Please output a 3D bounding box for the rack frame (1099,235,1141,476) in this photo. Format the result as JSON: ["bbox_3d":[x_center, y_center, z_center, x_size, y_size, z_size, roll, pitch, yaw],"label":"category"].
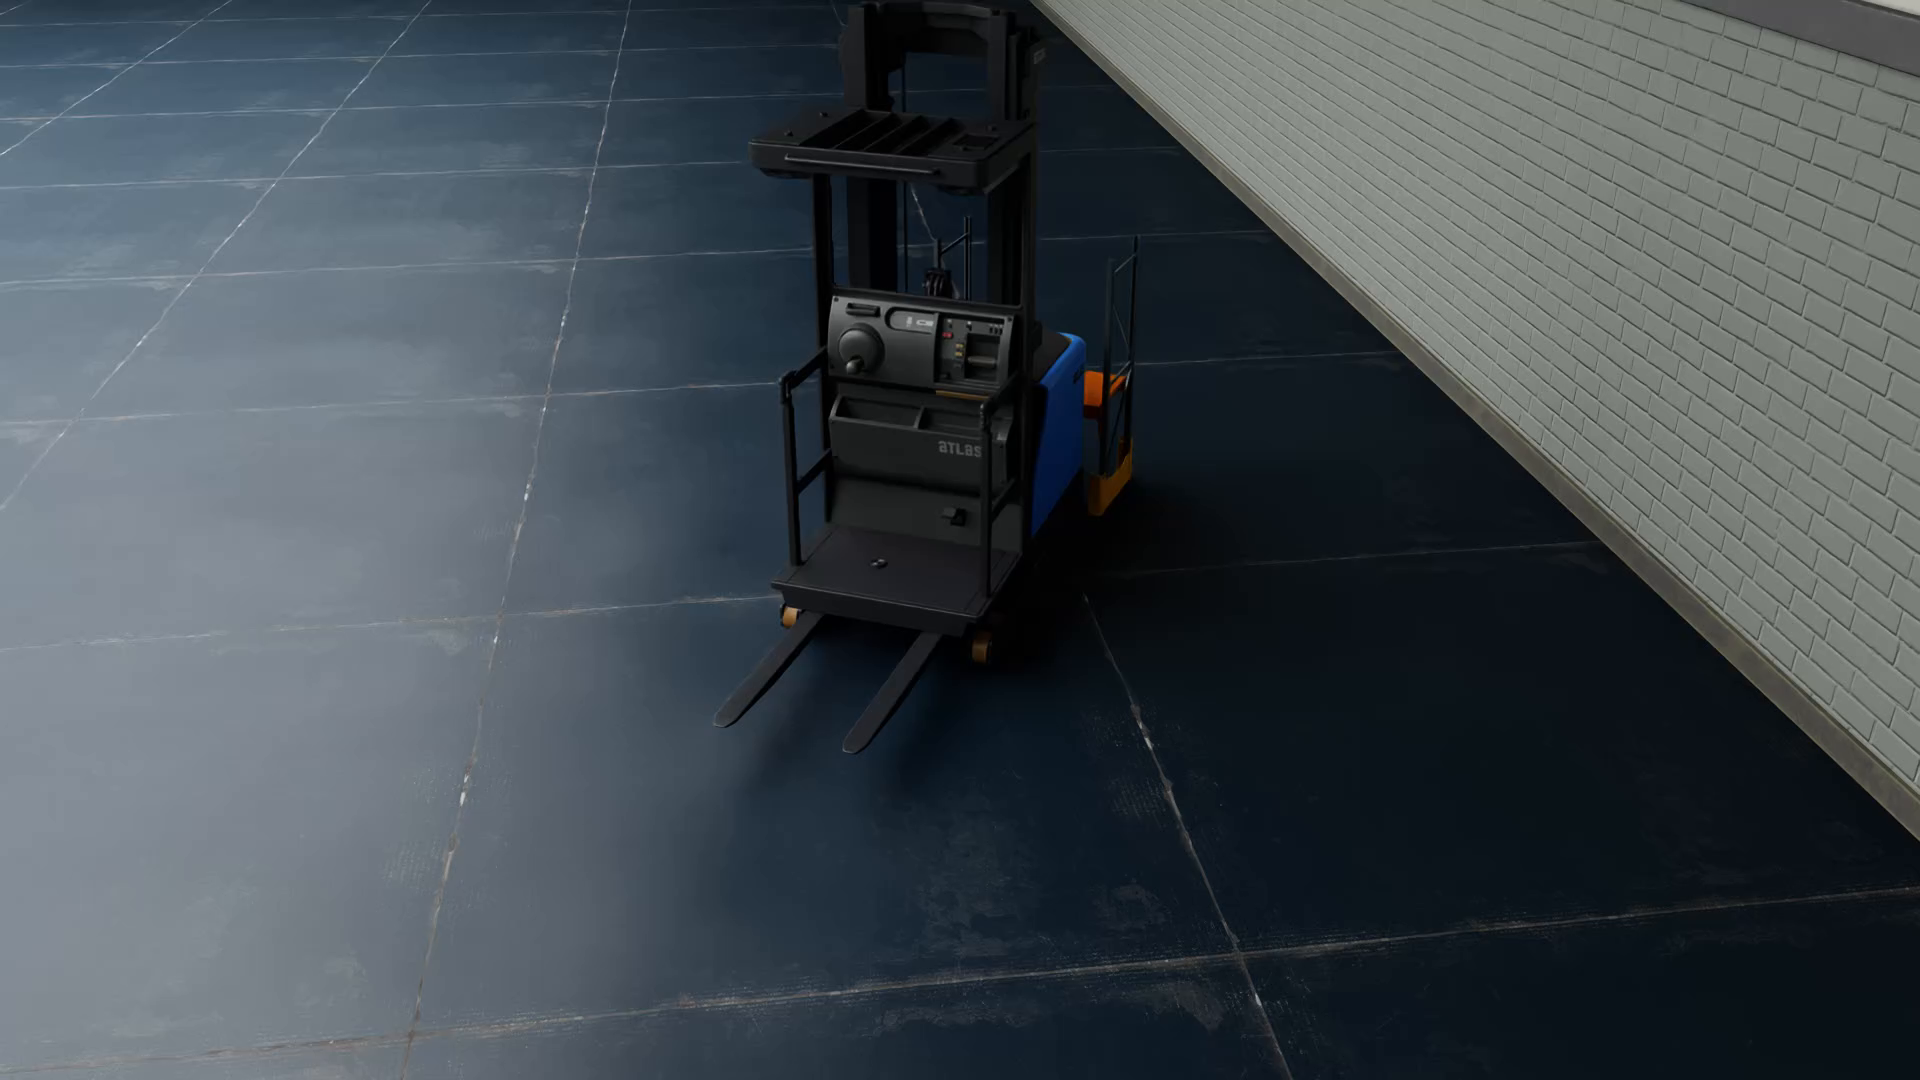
[{"bbox_3d":[0.900,-0.931,9.421,0.032,1.500,0.500,11,29,20],"label":"rack frame"}]

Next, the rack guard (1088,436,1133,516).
[{"bbox_3d":[0.882,-0.378,9.713,0.087,0.250,0.587,11,29,20],"label":"rack guard"}]

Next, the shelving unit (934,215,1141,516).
[{"bbox_3d":[0.423,-1.022,9.599,1.083,1.500,0.587,11,29,20],"label":"shelving unit"}]

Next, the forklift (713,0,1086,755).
[{"bbox_3d":[-0.261,-0.908,7.809,1.130,2.935,3.031,9,28,17],"label":"forklift"}]

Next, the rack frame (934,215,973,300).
[{"bbox_3d":[-0.037,-1.111,9.772,0.032,1.500,0.500,11,29,20],"label":"rack frame"}]

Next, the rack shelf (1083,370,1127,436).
[{"bbox_3d":[0.432,-0.861,9.678,1.000,0.185,0.538,11,29,20],"label":"rack shelf"}]
